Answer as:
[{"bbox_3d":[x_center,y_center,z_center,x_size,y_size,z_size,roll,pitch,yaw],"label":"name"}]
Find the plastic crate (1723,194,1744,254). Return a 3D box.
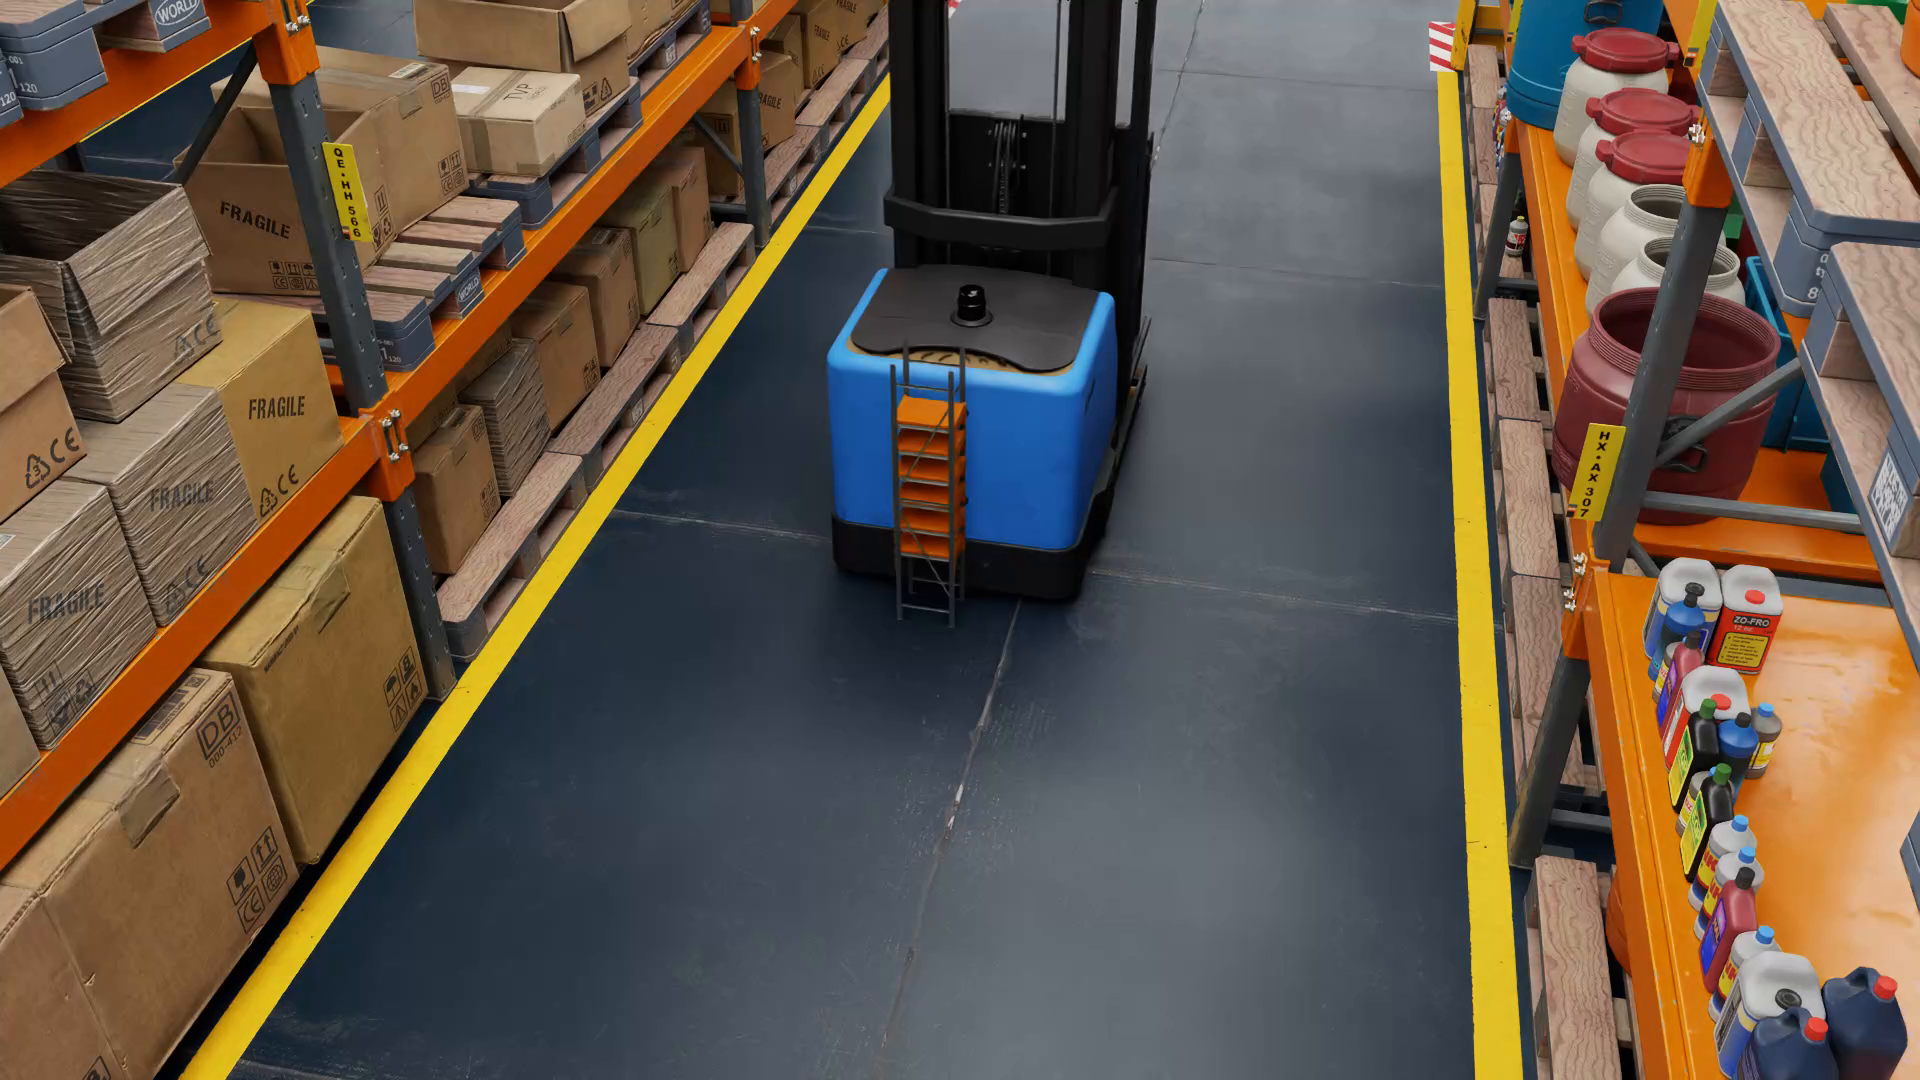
[{"bbox_3d":[3.139,-1.237,6.581,0.450,0.188,0.662,7,37,10],"label":"plastic crate"}]

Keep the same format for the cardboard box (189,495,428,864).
[{"bbox_3d":[-2.625,0.399,5.596,1.225,0.875,0.875,6,36,8],"label":"cardboard box"}]

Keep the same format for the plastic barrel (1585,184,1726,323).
[{"bbox_3d":[2.482,-0.966,5.932,0.421,0.512,0.421,0,36,0],"label":"plastic barrel"}]

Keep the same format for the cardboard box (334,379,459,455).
[{"bbox_3d":[-2.344,-0.541,6.557,0.500,0.250,0.500,9,37,12],"label":"cardboard box"}]

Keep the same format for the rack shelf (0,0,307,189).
[{"bbox_3d":[-2.885,-0.461,3.386,1.077,0.370,4.000,7,37,10],"label":"rack shelf"}]

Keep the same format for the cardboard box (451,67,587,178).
[{"bbox_3d":[-1.875,-1.725,6.844,0.500,0.250,0.500,6,36,9],"label":"cardboard box"}]

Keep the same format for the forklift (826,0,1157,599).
[{"bbox_3d":[0.303,-1.809,7.248,1.130,2.935,3.031,8,37,11],"label":"forklift"}]

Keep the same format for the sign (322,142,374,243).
[{"bbox_3d":[-1.915,-1.085,5.204,0.100,0.325,0.005,7,37,10],"label":"sign"}]

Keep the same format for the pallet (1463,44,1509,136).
[{"bbox_3d":[3.941,-3.006,11.217,1.003,0.211,1.213,7,37,10],"label":"pallet"}]

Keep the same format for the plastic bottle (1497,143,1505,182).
[{"bbox_3d":[3.240,-2.225,9.710,0.152,0.276,0.135,8,37,11],"label":"plastic bottle"}]

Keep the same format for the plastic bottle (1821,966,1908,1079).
[{"bbox_3d":[1.816,0.993,3.366,0.144,0.351,0.185,7,37,10],"label":"plastic bottle"}]

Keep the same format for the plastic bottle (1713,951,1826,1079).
[{"bbox_3d":[1.677,0.990,3.434,0.152,0.276,0.135,7,37,10],"label":"plastic bottle"}]

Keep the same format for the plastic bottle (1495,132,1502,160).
[{"bbox_3d":[3.283,-2.384,9.992,0.097,0.201,0.097,0,36,0],"label":"plastic bottle"}]

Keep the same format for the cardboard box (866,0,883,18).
[{"bbox_3d":[-0.898,-4.072,12.085,0.500,0.500,0.500,14,38,19],"label":"cardboard box"}]

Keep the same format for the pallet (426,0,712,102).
[{"bbox_3d":[-1.908,-2.479,8.278,1.003,0.211,1.213,7,37,10],"label":"pallet"}]

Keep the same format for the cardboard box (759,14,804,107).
[{"bbox_3d":[-1.308,-3.054,10.680,0.500,0.500,0.500,4,36,6],"label":"cardboard box"}]

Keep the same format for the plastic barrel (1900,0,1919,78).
[{"bbox_3d":[2.257,-1.296,3.203,0.600,0.830,0.708,7,37,10],"label":"plastic barrel"}]

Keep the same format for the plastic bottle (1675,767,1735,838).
[{"bbox_3d":[1.794,0.630,3.994,0.097,0.201,0.097,0,36,0],"label":"plastic bottle"}]

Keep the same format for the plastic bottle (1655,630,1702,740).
[{"bbox_3d":[1.858,0.375,4.277,0.061,0.283,0.133,7,37,10],"label":"plastic bottle"}]

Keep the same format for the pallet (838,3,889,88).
[{"bbox_3d":[-0.973,-3.636,12.087,1.003,0.211,1.213,7,37,10],"label":"pallet"}]

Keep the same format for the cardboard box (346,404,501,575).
[{"bbox_3d":[-2.334,-0.236,6.775,0.700,0.500,0.500,5,36,8],"label":"cardboard box"}]

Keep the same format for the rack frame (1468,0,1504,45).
[{"bbox_3d":[4.090,-4.649,11.109,1.000,3.000,0.127,7,37,10],"label":"rack frame"}]

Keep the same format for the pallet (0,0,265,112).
[{"bbox_3d":[-2.543,-1.446,4.294,1.213,0.211,1.003,9,37,12],"label":"pallet"}]

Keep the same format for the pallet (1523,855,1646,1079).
[{"bbox_3d":[2.254,1.523,4.968,1.003,0.211,1.213,7,37,10],"label":"pallet"}]

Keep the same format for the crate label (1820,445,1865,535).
[{"bbox_3d":[2.837,-0.190,5.098,0.303,0.233,0.416,7,37,10],"label":"crate label"}]

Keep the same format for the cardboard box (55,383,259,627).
[{"bbox_3d":[-2.433,-0.125,4.782,0.500,0.500,0.500,7,37,10],"label":"cardboard box"}]

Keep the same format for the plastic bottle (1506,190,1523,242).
[{"bbox_3d":[3.016,-1.752,9.051,0.061,0.283,0.133,9,37,12],"label":"plastic bottle"}]

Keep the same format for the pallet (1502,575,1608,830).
[{"bbox_3d":[2.585,0.627,6.205,1.003,0.211,1.213,7,37,10],"label":"pallet"}]

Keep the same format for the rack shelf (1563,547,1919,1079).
[{"bbox_3d":[1.954,1.375,3.410,1.077,0.370,4.000,7,37,10],"label":"rack shelf"}]

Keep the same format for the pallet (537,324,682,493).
[{"bbox_3d":[-2.026,-0.700,8.036,1.003,0.211,1.213,7,37,10],"label":"pallet"}]

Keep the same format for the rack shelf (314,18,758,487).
[{"bbox_3d":[-2.030,-1.539,7.431,1.077,0.370,4.000,7,37,10],"label":"rack shelf"}]

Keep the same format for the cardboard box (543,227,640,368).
[{"bbox_3d":[-1.995,-1.202,8.107,0.700,0.500,0.500,4,36,6],"label":"cardboard box"}]

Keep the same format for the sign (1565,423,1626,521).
[{"bbox_3d":[1.842,-0.194,4.823,0.100,0.325,0.005,7,37,10],"label":"sign"}]

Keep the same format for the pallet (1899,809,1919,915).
[{"bbox_3d":[1.599,0.630,1.429,1.213,0.211,1.003,7,37,10],"label":"pallet"}]

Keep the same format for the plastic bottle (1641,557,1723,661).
[{"bbox_3d":[1.973,0.195,4.531,0.152,0.276,0.135,7,37,10],"label":"plastic bottle"}]

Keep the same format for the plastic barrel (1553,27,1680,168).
[{"bbox_3d":[2.817,-1.890,7.186,0.433,0.535,0.433,0,36,0],"label":"plastic barrel"}]

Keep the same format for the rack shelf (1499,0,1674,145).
[{"bbox_3d":[3.663,-3.212,9.738,1.077,0.370,4.000,7,37,10],"label":"rack shelf"}]

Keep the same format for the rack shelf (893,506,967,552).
[{"bbox_3d":[-0.118,-0.061,6.592,0.258,0.103,0.180,8,37,11],"label":"rack shelf"}]

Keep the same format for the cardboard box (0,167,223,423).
[{"bbox_3d":[-2.629,-0.713,4.738,0.797,0.503,0.637,9,37,12],"label":"cardboard box"}]

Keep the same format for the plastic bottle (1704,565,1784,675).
[{"bbox_3d":[2.122,0.214,4.505,0.152,0.276,0.135,7,37,10],"label":"plastic bottle"}]

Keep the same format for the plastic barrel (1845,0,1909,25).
[{"bbox_3d":[2.384,-1.363,4.150,0.294,0.245,0.294,0,36,0],"label":"plastic barrel"}]

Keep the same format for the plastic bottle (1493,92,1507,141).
[{"bbox_3d":[3.332,-2.600,10.221,0.061,0.283,0.133,8,37,11],"label":"plastic bottle"}]

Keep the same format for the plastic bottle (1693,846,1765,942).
[{"bbox_3d":[1.724,0.790,3.714,0.097,0.271,0.097,0,36,0],"label":"plastic bottle"}]

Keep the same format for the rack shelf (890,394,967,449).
[{"bbox_3d":[-0.118,-0.449,6.310,0.258,0.103,0.180,8,37,11],"label":"rack shelf"}]

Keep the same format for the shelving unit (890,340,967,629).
[{"bbox_3d":[-0.118,-0.194,6.495,0.258,1.200,0.189,8,37,11],"label":"shelving unit"}]
